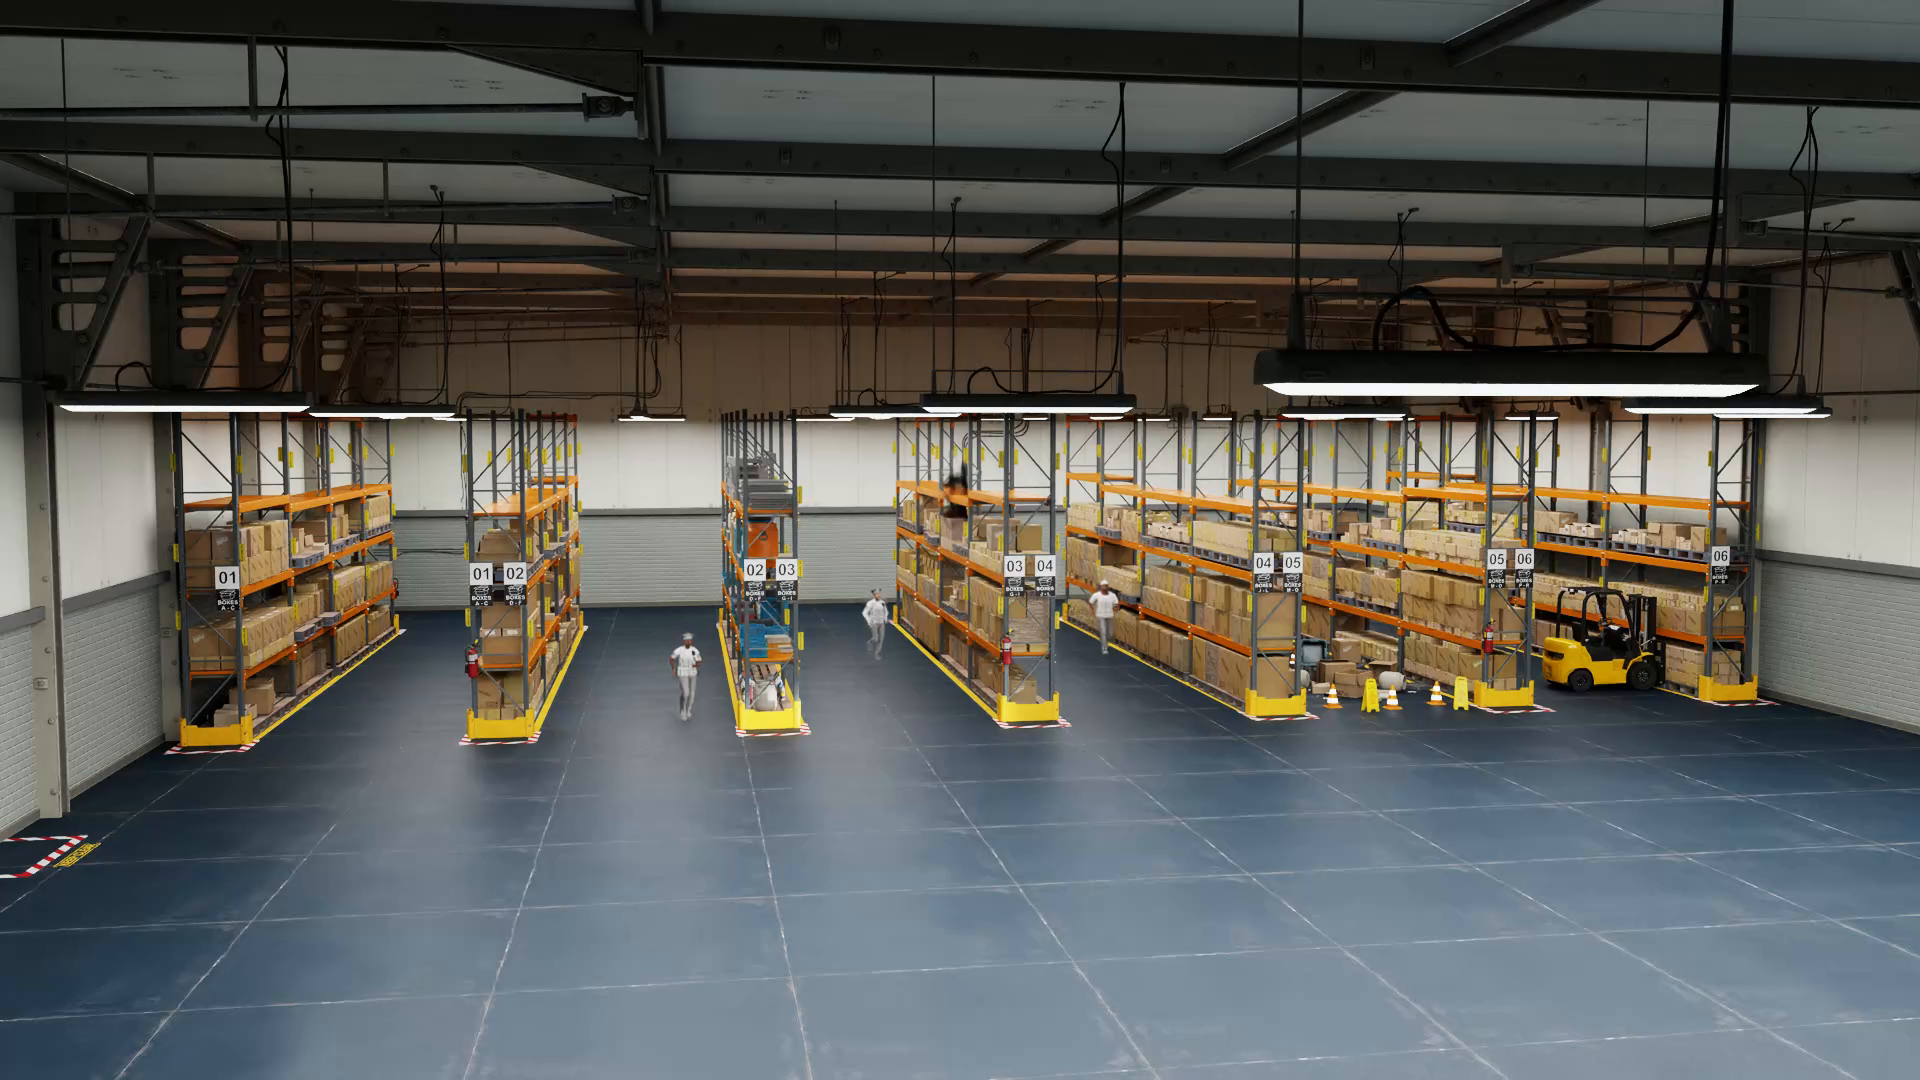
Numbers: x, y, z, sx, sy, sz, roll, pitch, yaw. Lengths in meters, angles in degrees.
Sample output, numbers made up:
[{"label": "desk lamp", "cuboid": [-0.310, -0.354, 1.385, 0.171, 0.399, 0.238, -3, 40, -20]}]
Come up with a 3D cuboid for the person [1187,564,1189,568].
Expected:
[{"label": "person", "cuboid": [7.014, 1.422, 50.573, 0.473, 1.555, 0.569, 0, 4, -6]}]

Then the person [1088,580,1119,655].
[{"label": "person", "cuboid": [3.422, 1.823, 39.340, 0.712, 1.749, 0.739, -1, 4, -8]}]

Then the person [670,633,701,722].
[{"label": "person", "cuboid": [-5.261, 2.645, 32.068, 0.548, 1.715, 0.696, -2, 4, -25]}]

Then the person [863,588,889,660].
[{"label": "person", "cuboid": [-1.912, 1.929, 38.436, 0.590, 1.668, 0.555, -2, 4, -24]}]
